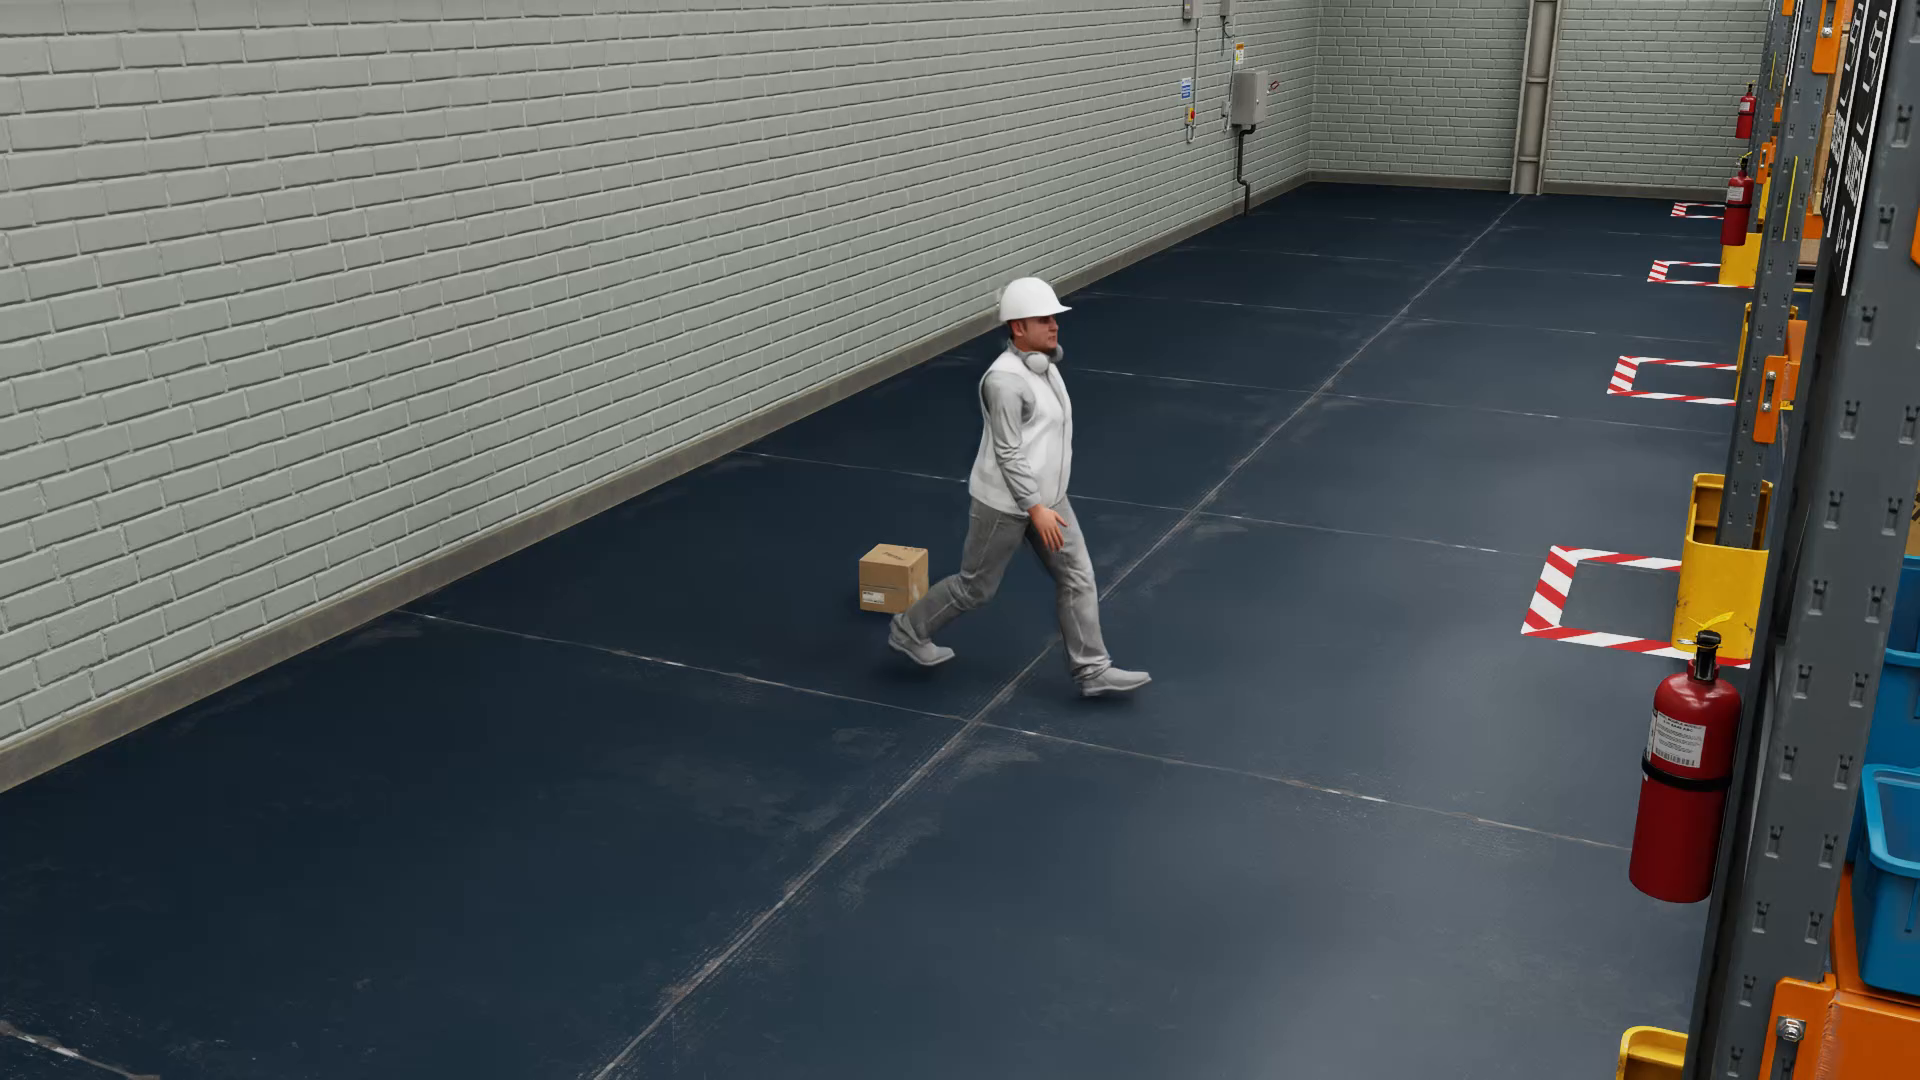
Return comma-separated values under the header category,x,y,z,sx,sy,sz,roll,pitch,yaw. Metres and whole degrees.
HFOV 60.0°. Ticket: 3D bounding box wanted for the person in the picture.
category,x,y,z,sx,sy,sz,roll,pitch,yaw
person,0.226,-0.194,6.650,1.109,1.717,0.571,10,22,28
